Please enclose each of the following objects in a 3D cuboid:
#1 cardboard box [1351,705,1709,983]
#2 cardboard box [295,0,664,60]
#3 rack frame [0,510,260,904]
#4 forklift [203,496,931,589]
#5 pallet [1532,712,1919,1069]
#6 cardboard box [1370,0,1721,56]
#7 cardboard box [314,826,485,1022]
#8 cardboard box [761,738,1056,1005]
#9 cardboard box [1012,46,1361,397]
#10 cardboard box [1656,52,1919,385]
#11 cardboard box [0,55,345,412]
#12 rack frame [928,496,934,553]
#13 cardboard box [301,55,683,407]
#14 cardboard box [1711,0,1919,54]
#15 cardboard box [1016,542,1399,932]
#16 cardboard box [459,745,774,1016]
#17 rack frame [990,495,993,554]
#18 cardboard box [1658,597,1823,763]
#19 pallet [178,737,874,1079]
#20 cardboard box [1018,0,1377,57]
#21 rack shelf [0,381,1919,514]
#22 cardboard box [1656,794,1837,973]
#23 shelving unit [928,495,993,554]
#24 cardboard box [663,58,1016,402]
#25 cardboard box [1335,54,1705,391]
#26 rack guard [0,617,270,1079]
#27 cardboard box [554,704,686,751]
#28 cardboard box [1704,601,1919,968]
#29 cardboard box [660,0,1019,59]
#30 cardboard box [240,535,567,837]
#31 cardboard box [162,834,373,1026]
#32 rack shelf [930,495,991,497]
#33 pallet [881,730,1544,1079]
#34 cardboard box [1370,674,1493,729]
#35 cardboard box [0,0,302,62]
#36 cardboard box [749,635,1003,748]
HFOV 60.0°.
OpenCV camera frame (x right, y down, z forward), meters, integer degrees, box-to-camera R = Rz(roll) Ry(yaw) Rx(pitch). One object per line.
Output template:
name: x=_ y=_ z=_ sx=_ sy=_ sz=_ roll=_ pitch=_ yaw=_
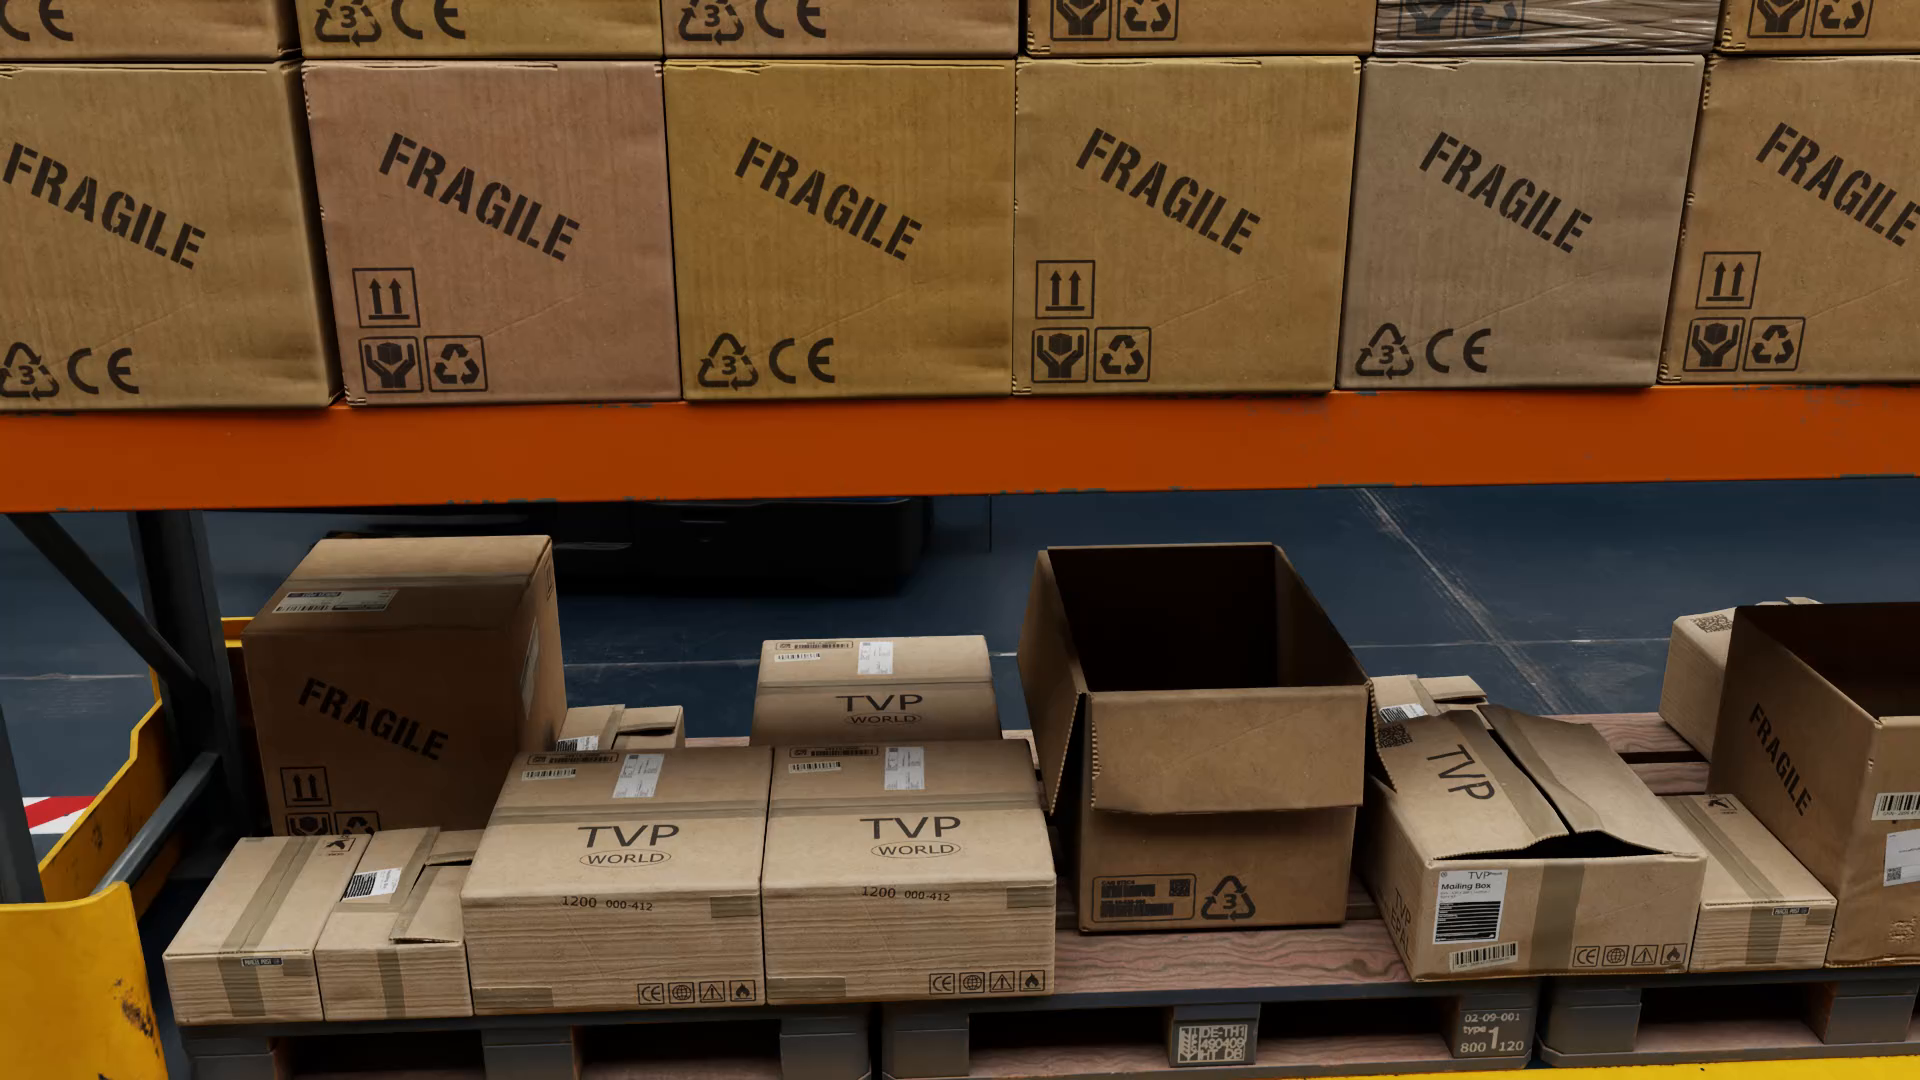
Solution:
cardboard box: x=1.035 y=0.547 z=3.128 sx=0.500 sy=0.311 sz=0.500 roll=-1 pitch=21 yaw=-3
cardboard box: x=-0.678 y=-0.993 z=2.467 sx=0.500 sy=0.500 sz=0.500 roll=-1 pitch=21 yaw=-2
rack frame: x=-1.657 y=-0.550 z=2.850 sx=0.127 sy=3.000 sz=1.000 roll=-1 pitch=21 yaw=-3
forklift: x=-1.622 y=-1.403 z=5.188 sx=3.031 sy=2.935 sz=1.130 roll=1 pitch=21 yaw=3
pallet: x=1.651 y=0.686 z=3.524 sx=1.213 sy=0.211 sz=1.003 roll=-1 pitch=21 yaw=-3
cardboard box: x=0.832 y=-1.022 z=2.543 sx=0.500 sy=0.500 sz=0.500 roll=-1 pitch=21 yaw=-3
cardboard box: x=-0.970 y=0.677 z=2.991 sx=0.250 sy=0.166 sz=0.380 roll=-1 pitch=21 yaw=-3
cardboard box: x=-0.100 y=0.599 z=3.079 sx=0.500 sy=0.250 sz=0.500 roll=-1 pitch=21 yaw=-3
cardboard box: x=0.316 y=-0.543 z=2.692 sx=0.500 sy=0.500 sz=0.500 roll=-1 pitch=21 yaw=-2
cardboard box: x=1.337 y=-0.566 z=2.751 sx=0.500 sy=0.500 sz=0.500 roll=-1 pitch=21 yaw=-2
cardboard box: x=-1.199 y=-0.512 z=2.610 sx=0.500 sy=0.500 sz=0.500 roll=-1 pitch=21 yaw=-2
rack frame: x=-0.098 y=-0.421 z=5.461 sx=0.006 sy=0.900 sz=0.240 roll=1 pitch=21 yaw=2
cardboard box: x=-0.684 y=-0.524 z=2.642 sx=0.500 sy=0.500 sz=0.500 roll=-1 pitch=21 yaw=-4
cardboard box: x=1.335 y=-1.032 z=2.569 sx=0.500 sy=0.500 sz=0.500 roll=-2 pitch=21 yaw=-4
cardboard box: x=0.461 y=0.370 z=3.324 sx=0.637 sy=0.503 sz=0.797 roll=-1 pitch=21 yaw=-3
cardboard box: x=-0.599 y=0.609 z=3.052 sx=0.500 sy=0.250 sz=0.500 roll=-1 pitch=21 yaw=-3
rack frame: x=0.106 y=-0.418 z=5.455 sx=0.006 sy=0.900 sz=0.240 roll=1 pitch=21 yaw=2
cardboard box: x=1.905 y=0.351 z=3.643 sx=0.500 sy=0.311 sz=0.500 roll=-1 pitch=21 yaw=-3
pallet: x=-0.785 y=0.735 z=3.394 sx=1.213 sy=0.211 sz=1.003 roll=-1 pitch=21 yaw=-3
cardboard box: x=0.329 y=-1.012 z=2.517 sx=0.500 sy=0.500 sz=0.500 roll=-1 pitch=21 yaw=-4
rack shelf: x=0.340 y=-0.254 z=3.085 sx=4.000 sy=0.370 sz=1.077 roll=-1 pitch=21 yaw=-3
cardboard box: x=1.413 y=0.637 z=3.121 sx=0.250 sy=0.149 sz=0.380 roll=-1 pitch=21 yaw=-3
shelving unit: x=0.004 y=-0.419 z=5.458 sx=0.210 sy=0.900 sz=0.258 roll=1 pitch=21 yaw=2
cardboard box: x=-0.183 y=-0.534 z=2.666 sx=0.500 sy=0.500 sz=0.500 roll=-1 pitch=21 yaw=-3
cardboard box: x=0.825 y=-0.555 z=2.721 sx=0.500 sy=0.500 sz=0.500 roll=-1 pitch=21 yaw=-2
rack guard: x=-1.581 y=0.617 z=3.299 sx=0.348 sy=0.500 sz=1.175 roll=-1 pitch=21 yaw=-3
cardboard box: x=-0.719 y=0.494 z=3.472 sx=0.250 sy=0.166 sz=0.380 roll=-1 pitch=21 yaw=-3
cardboard box: x=1.784 y=0.444 z=3.135 sx=0.500 sy=0.500 sz=0.500 roll=-1 pitch=21 yaw=-3
cardboard box: x=-0.178 y=-1.001 z=2.489 sx=0.500 sy=0.500 sz=0.500 roll=-1 pitch=21 yaw=-2
cardboard box: x=-1.128 y=0.314 z=3.475 sx=0.500 sy=0.500 sz=0.500 roll=-1 pitch=21 yaw=-3
cardboard box: x=-1.219 y=0.690 z=2.981 sx=0.250 sy=0.149 sz=0.380 roll=-1 pitch=21 yaw=-3
rack shelf: x=0.004 y=-0.220 z=5.534 sx=0.200 sy=0.077 sz=0.258 roll=1 pitch=21 yaw=2
pallet: x=0.430 y=0.711 z=3.456 sx=1.213 sy=0.211 sz=1.003 roll=-1 pitch=21 yaw=-3
cardboard box: x=1.042 y=0.440 z=3.613 sx=0.250 sy=0.166 sz=0.380 roll=-1 pitch=21 yaw=-3
cardboard box: x=-1.199 y=-0.979 z=2.432 sx=0.500 sy=0.500 sz=0.500 roll=-1 pitch=21 yaw=-1
cardboard box: x=-0.178 y=0.422 z=3.542 sx=0.500 sy=0.250 sz=0.500 roll=-1 pitch=21 yaw=-3
